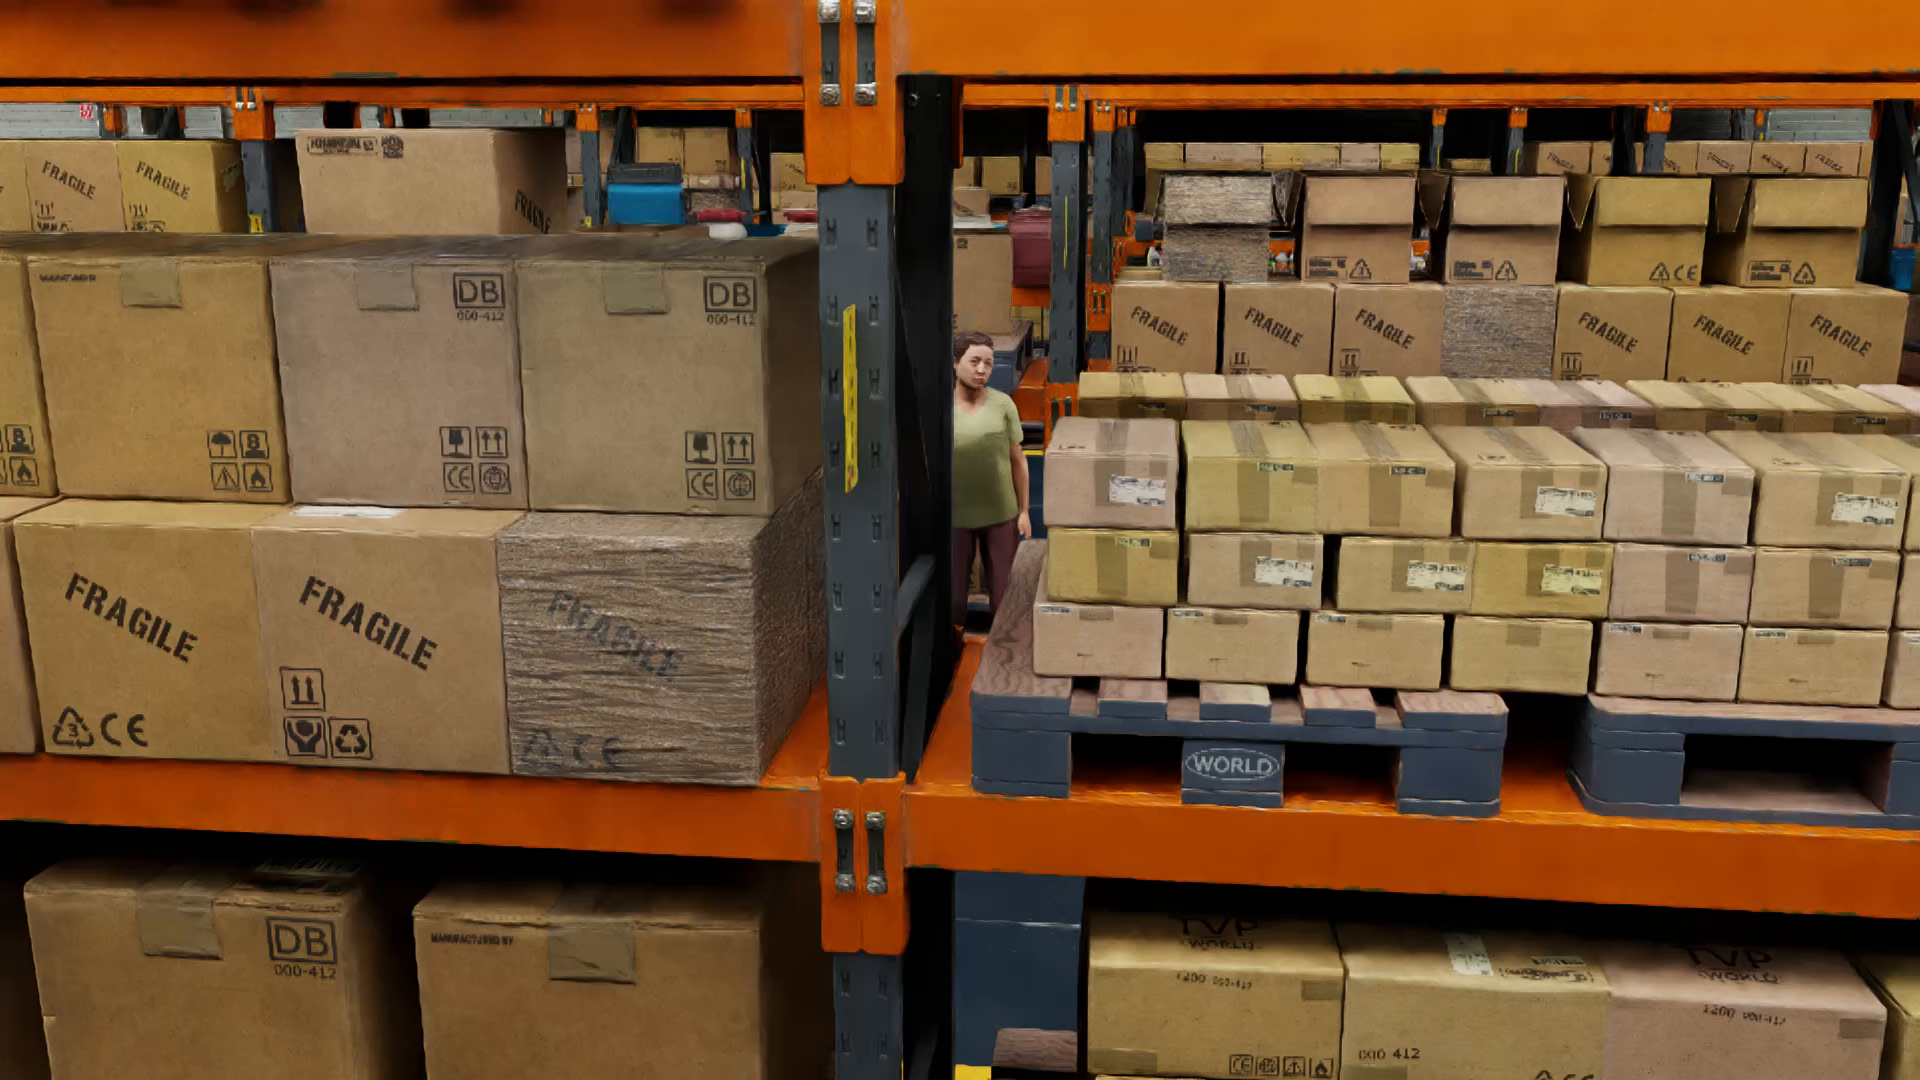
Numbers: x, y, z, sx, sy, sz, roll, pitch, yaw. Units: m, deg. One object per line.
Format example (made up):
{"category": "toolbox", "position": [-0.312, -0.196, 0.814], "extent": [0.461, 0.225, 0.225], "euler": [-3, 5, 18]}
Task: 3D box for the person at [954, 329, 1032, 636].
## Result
{"category": "person", "position": [0.063, -0.060, 7.164], "extent": [0.488, 1.674, 0.358], "euler": [-1, 14, -4]}
